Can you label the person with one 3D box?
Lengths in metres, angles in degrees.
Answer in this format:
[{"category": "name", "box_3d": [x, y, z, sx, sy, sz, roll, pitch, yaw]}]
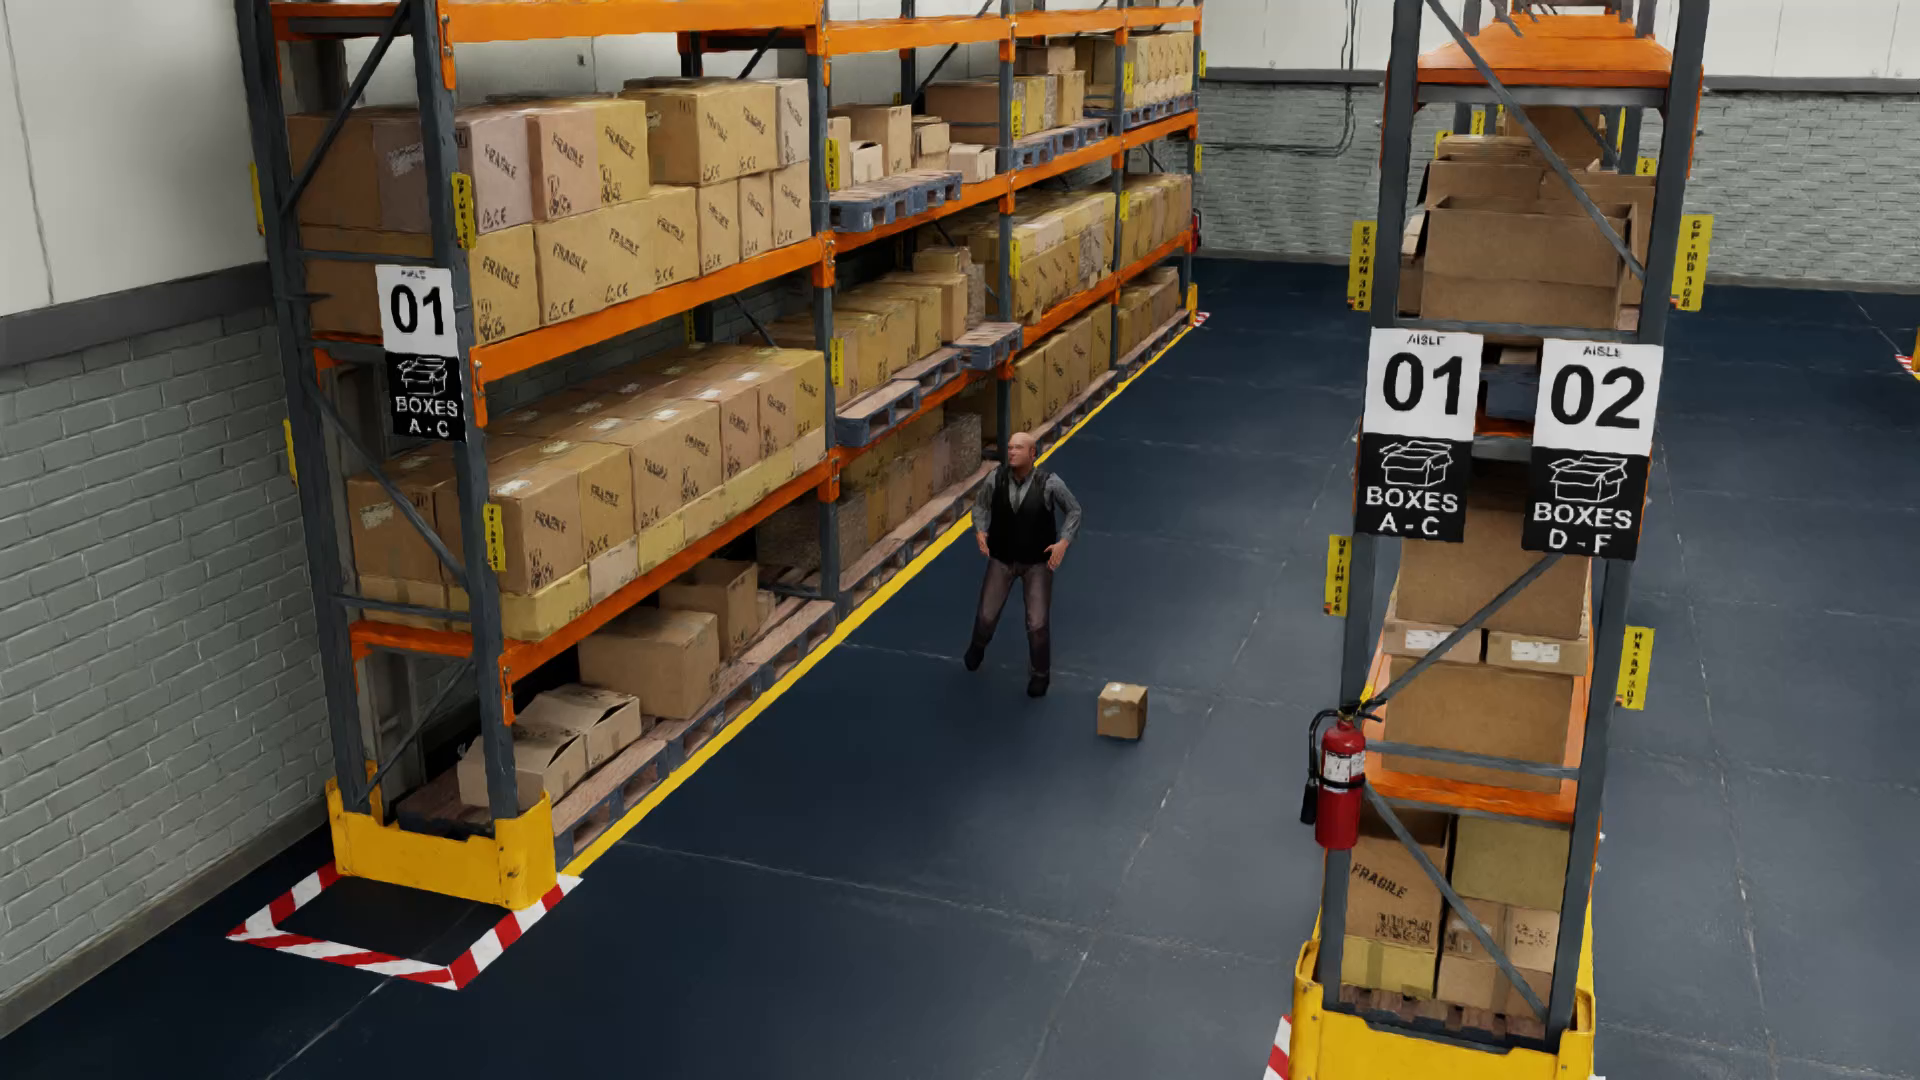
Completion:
[{"category": "person", "box_3d": [0.387, 0.142, 10.731, 0.772, 1.692, 0.491, 4, 19, 11]}]
